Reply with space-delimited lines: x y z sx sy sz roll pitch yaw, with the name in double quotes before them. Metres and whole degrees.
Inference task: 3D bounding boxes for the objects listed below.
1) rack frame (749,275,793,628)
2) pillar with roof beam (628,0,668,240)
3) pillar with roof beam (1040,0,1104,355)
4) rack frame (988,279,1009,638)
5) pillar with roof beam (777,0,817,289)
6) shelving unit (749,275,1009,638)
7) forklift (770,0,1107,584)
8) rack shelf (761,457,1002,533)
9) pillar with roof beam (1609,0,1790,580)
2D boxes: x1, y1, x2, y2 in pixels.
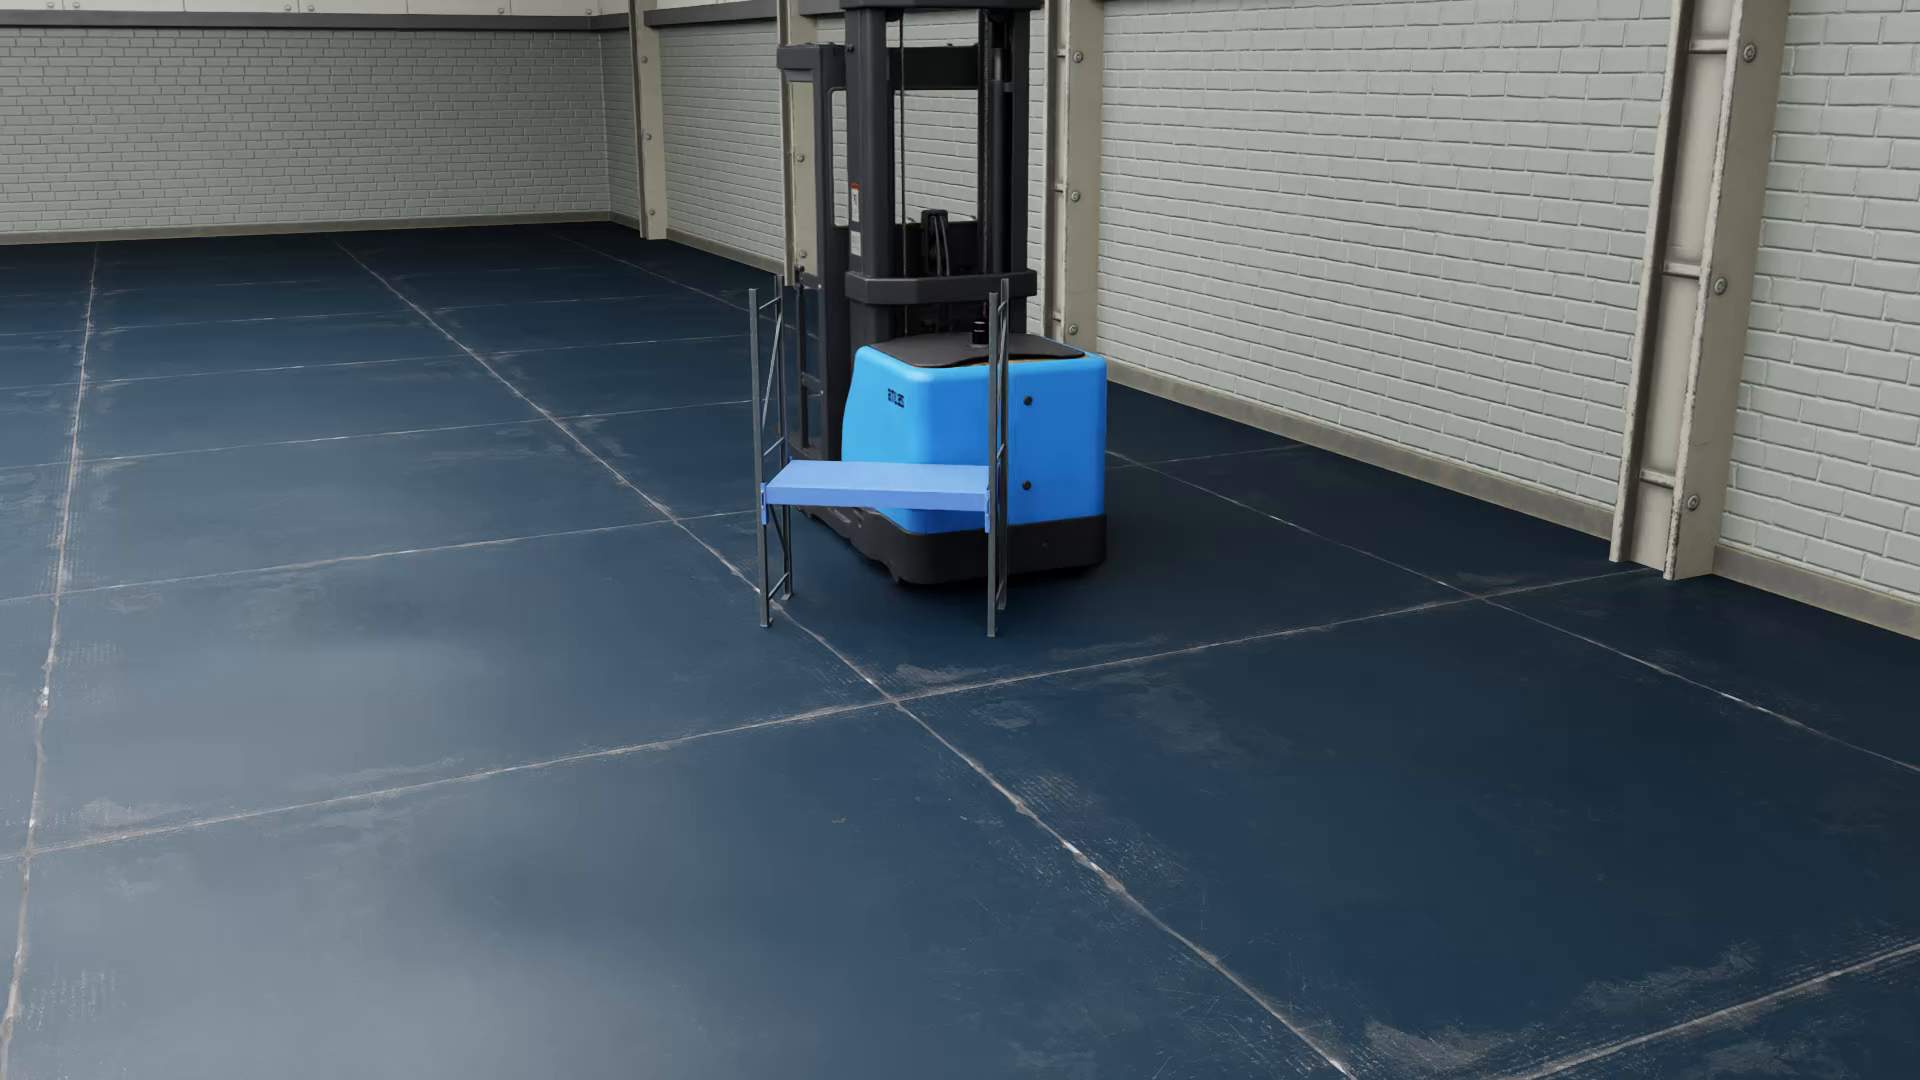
"rack frame" -0.839 -0.399 7.422 0.032 1.500 0.500 2 16 7
"pillar with roof beam" -8.253 -8.140 20.800 9.100 9.000 0.400 -8 18 -25
"pillar with roof beam" -2.996 -5.164 10.432 9.100 9.000 0.400 -8 18 -25
"rack frame" 0.169 -0.362 7.294 0.032 1.500 0.500 2 16 7
"pillar with roof beam" -5.624 -6.652 15.616 9.100 9.000 0.400 -8 18 -25
"shelving unit" -0.335 -0.381 7.358 1.048 1.500 0.538 2 16 7
"forklift" -0.309 -1.565 8.890 1.130 2.935 3.031 -6 17 -21
"rack shelf" -0.335 -0.208 7.408 1.000 0.185 0.538 2 16 7
"pillar with roof beam" -0.367 -3.676 5.247 9.100 9.000 0.400 -8 18 -25
